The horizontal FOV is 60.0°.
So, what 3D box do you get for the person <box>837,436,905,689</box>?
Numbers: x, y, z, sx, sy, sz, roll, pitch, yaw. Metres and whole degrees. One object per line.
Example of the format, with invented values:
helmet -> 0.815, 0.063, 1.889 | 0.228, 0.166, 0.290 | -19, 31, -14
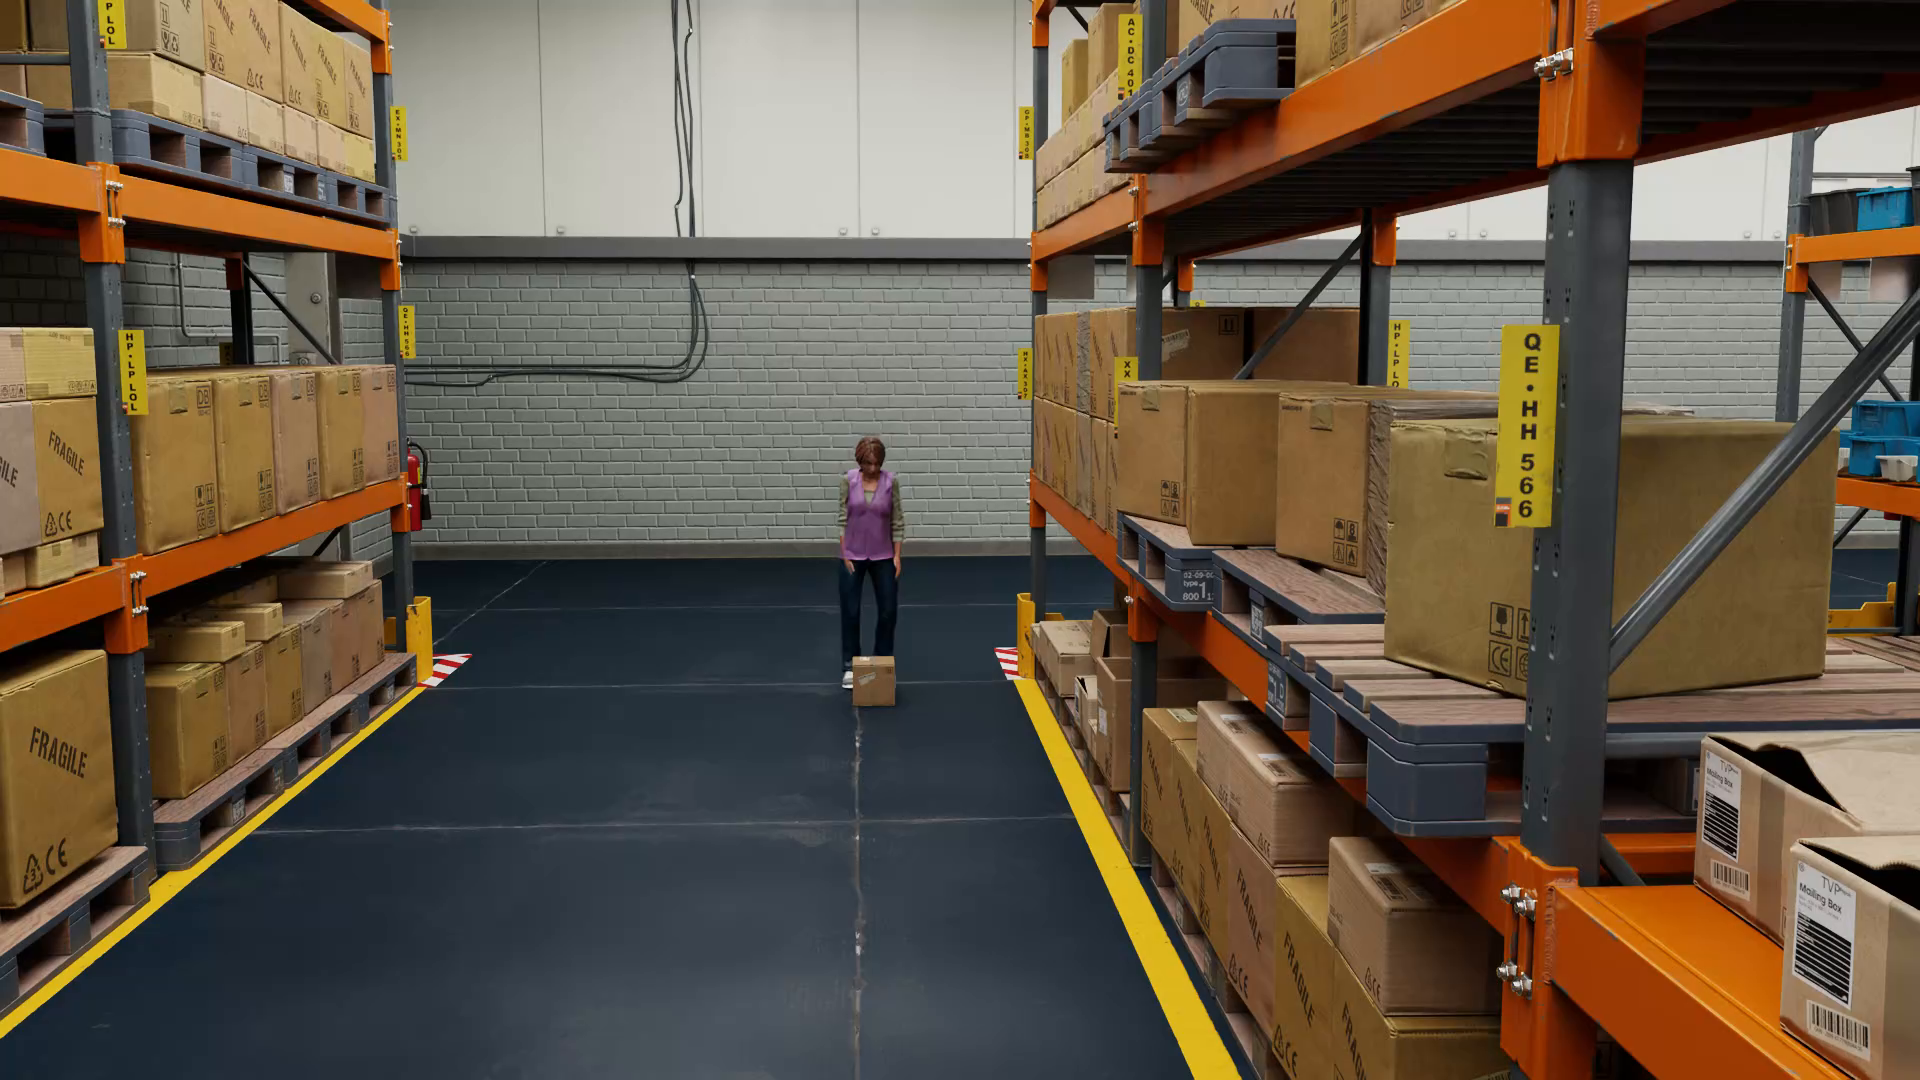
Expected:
person -> -0.551, 0.145, 10.333 | 0.420, 1.556, 0.354 | -1, 7, -6
